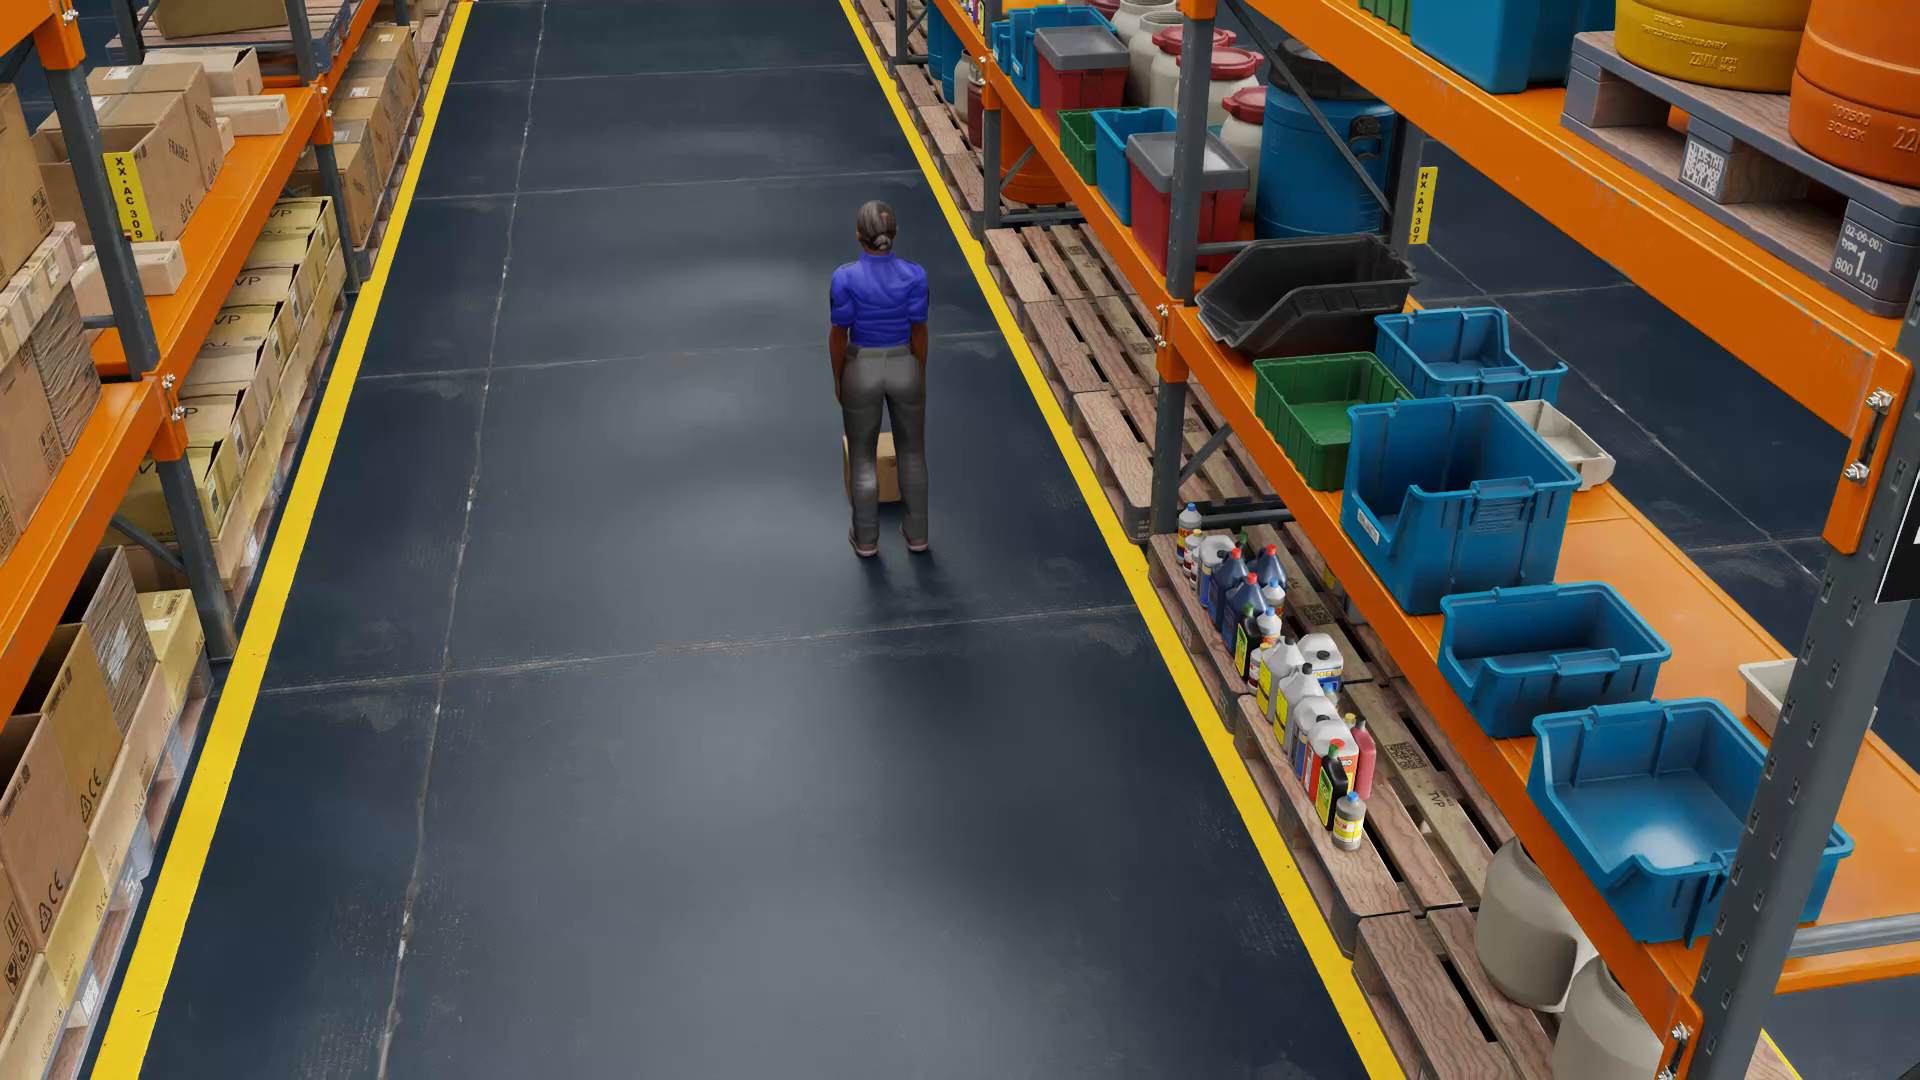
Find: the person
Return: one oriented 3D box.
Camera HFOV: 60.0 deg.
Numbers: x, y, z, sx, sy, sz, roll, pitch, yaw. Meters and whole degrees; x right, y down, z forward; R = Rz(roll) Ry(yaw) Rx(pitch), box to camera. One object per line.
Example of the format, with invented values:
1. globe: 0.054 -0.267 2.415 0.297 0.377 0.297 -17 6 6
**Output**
1. person: -0.352 -0.701 7.314 0.436 1.661 0.309 -5 31 -8
